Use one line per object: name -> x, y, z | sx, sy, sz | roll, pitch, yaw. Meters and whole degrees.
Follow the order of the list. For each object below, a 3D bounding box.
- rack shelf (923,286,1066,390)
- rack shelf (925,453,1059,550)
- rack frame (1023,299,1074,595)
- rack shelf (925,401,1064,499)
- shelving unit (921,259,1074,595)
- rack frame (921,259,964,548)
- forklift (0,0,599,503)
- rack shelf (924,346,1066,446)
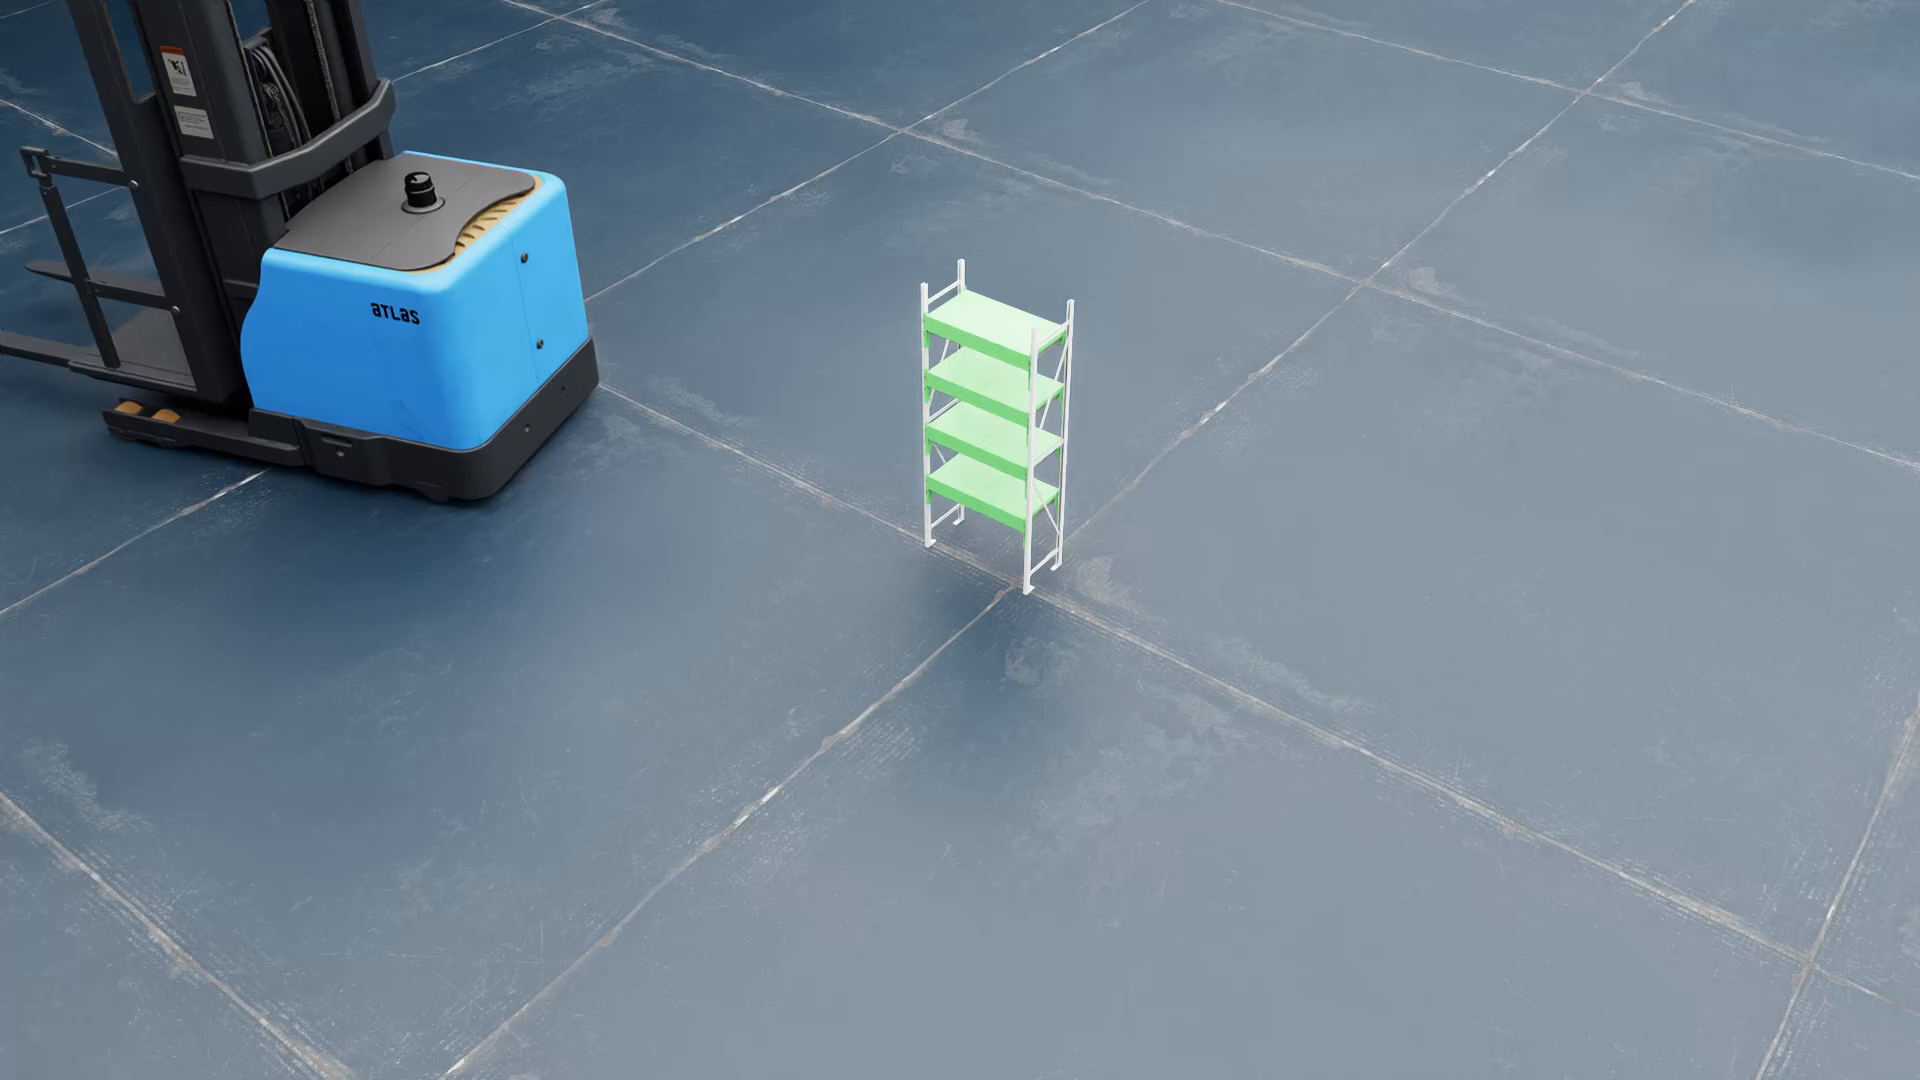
rack shelf -> 0.131, -0.738, 6.044 | 0.480, 0.148, 0.258 | 25, 45, 29
rack shelf -> 0.131, -0.171, 6.488 | 0.480, 0.148, 0.258 | 25, 45, 29
rack frame -> 0.325, -0.319, 6.184 | 0.015, 1.200, 0.240 | 25, 45, 29
rack shelf -> 0.131, -0.360, 6.340 | 0.480, 0.148, 0.258 | 25, 45, 29
shelving unit -> 0.131, -0.410, 6.301 | 0.503, 1.200, 0.258 | 25, 45, 29
rack frame -> -0.062, -0.502, 6.418 | 0.015, 1.200, 0.240 | 25, 45, 29
forklift -> -3.213, -1.850, 6.736 | 3.031, 2.935, 1.130 | 12, 40, 15
rack shelf -> 0.131, -0.549, 6.192 | 0.480, 0.148, 0.258 | 25, 45, 29
